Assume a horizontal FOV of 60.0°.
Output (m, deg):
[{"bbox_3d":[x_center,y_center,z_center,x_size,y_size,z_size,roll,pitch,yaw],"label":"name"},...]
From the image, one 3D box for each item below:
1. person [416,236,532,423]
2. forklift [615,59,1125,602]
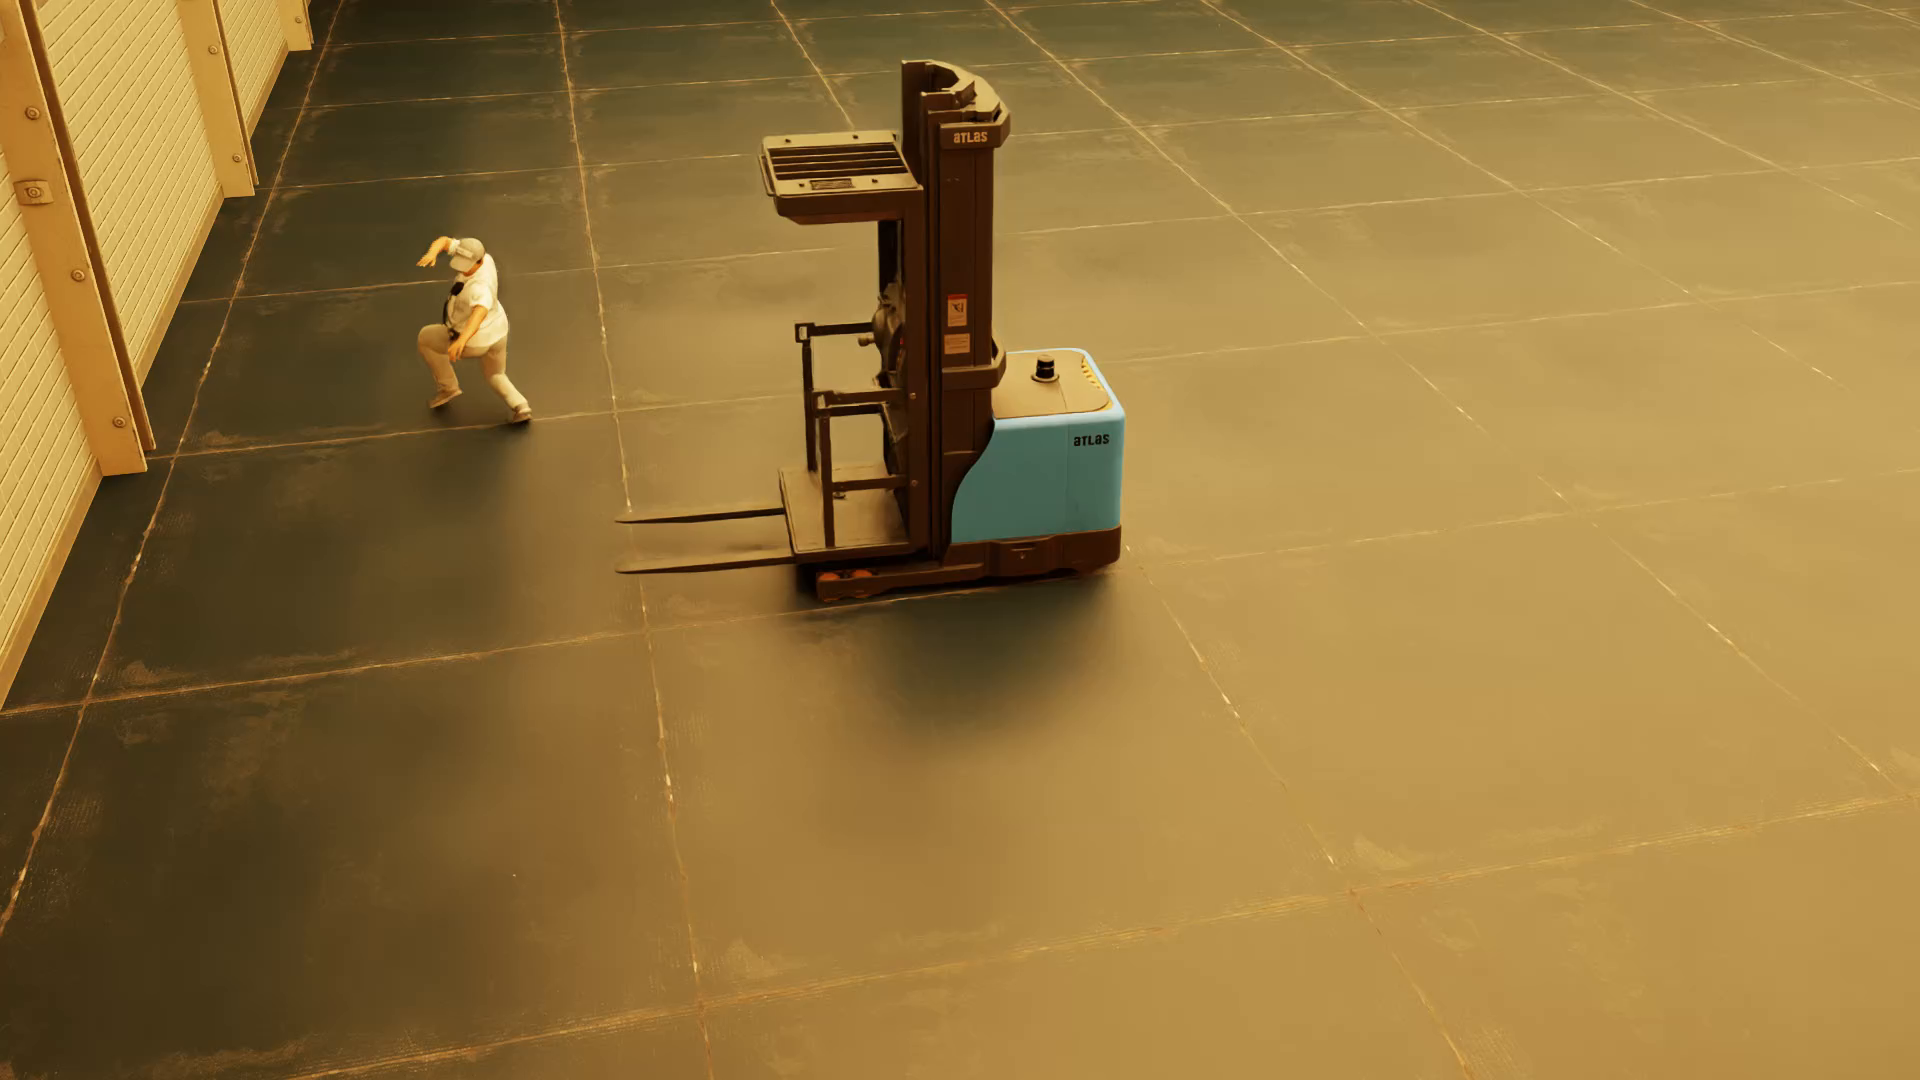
[{"bbox_3d":[-3.533,-1.405,11.576,0.933,1.391,0.919,11,32,18],"label":"person"},{"bbox_3d":[-0.589,-1.190,9.630,3.031,2.935,1.130,-5,30,-9],"label":"forklift"}]
